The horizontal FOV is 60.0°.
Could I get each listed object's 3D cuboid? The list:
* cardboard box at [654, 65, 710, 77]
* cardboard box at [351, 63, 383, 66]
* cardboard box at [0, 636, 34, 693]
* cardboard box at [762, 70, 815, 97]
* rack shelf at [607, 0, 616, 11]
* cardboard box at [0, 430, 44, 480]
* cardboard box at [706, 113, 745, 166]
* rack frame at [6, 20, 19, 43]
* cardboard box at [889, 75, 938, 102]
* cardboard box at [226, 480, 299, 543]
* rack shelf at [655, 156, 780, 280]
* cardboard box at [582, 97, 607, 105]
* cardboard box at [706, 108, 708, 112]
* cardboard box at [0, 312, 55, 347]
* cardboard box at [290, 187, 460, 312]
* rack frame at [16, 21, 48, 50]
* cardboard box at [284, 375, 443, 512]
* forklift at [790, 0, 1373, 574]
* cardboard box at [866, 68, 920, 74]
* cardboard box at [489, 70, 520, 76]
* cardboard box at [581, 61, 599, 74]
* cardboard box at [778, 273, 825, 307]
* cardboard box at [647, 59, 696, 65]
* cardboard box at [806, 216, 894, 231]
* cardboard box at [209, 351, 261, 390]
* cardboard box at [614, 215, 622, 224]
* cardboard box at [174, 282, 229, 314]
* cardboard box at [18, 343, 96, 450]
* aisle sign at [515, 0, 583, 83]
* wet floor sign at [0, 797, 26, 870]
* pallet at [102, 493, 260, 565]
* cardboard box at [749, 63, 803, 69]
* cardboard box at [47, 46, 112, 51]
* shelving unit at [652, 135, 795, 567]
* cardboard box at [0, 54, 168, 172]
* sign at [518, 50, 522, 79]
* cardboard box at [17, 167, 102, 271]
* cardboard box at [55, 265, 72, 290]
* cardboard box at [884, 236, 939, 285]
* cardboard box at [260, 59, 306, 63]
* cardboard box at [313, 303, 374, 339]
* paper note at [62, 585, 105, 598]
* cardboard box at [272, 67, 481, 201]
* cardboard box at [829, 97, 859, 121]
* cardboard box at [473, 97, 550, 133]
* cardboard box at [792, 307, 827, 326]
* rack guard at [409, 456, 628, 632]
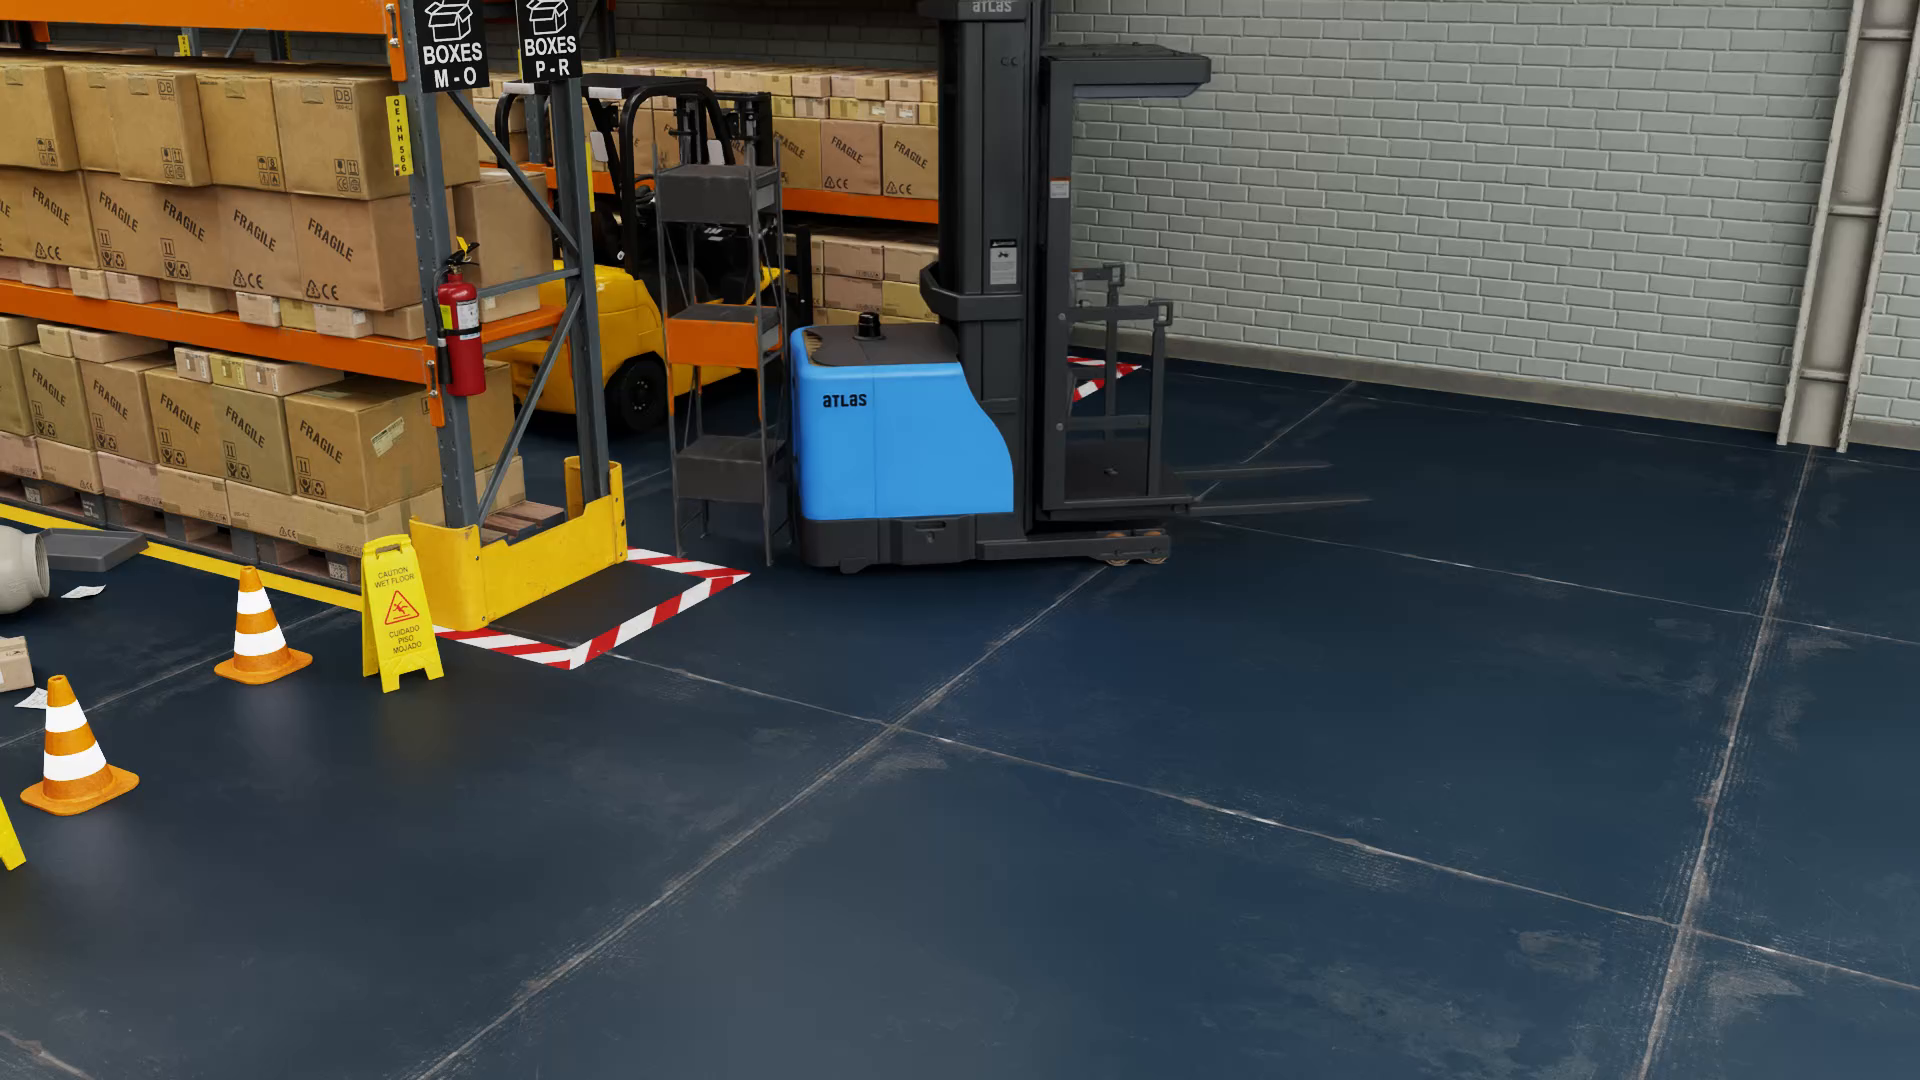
[{"bbox_3d":[-2.092,-3.497,12.571,0.250,0.149,0.380,10,22,26],"label":"cardboard box"},{"bbox_3d":[-5.331,-4.176,14.881,0.250,0.149,0.380,11,22,27],"label":"cardboard box"},{"bbox_3d":[-4.194,0.556,7.114,0.380,0.149,0.250,-11,23,-29],"label":"cardboard box"},{"bbox_3d":[-1.226,-3.317,12.076,0.250,0.149,0.380,11,23,28],"label":"cardboard box"},{"bbox_3d":[-1.394,-4.050,12.288,4.000,0.370,1.077,11,23,27],"label":"rack shelf"},{"bbox_3d":[-5.174,-0.559,9.424,0.500,0.250,0.500,10,22,25],"label":"cardboard box"},{"bbox_3d":[-1.545,-2.951,12.455,0.500,0.500,0.500,11,23,28],"label":"cardboard box"},{"bbox_3d":[-10.124,-4.641,17.262,0.127,3.000,1.000,11,23,27],"label":"rack frame"},{"bbox_3d":[-0.293,-3.166,11.661,0.250,0.149,0.380,11,23,27],"label":"cardboard box"},{"bbox_3d":[-3.350,-0.215,8.476,0.500,0.250,0.500,11,23,27],"label":"cardboard box"},{"bbox_3d":[-1.170,-1.579,8.125,0.480,0.518,0.431,5,20,12],"label":"rack shelf"},{"bbox_3d":[-2.763,-3.489,12.987,0.250,0.149,0.380,11,23,29],"label":"cardboard box"},{"bbox_3d":[-1.886,-3.310,12.494,0.250,0.149,0.380,10,22,26],"label":"cardboard box"},{"bbox_3d":[-5.094,-1.178,9.079,0.250,0.149,0.380,11,23,28],"label":"cardboard box"},{"bbox_3d":[-2.673,-1.363,7.640,0.500,0.500,0.500,10,22,26],"label":"cardboard box"},{"bbox_3d":[-5.557,-1.833,9.519,0.127,3.000,1.000,11,23,27],"label":"rack frame"},{"bbox_3d":[-2.892,-0.480,8.107,0.500,0.500,0.500,11,23,28],"label":"cardboard box"},{"bbox_3d":[0.644,-1.421,8.484,3.031,2.935,1.130,-3,20,-8],"label":"forklift"},{"bbox_3d":[-0.495,-3.396,12.294,0.250,0.149,0.380,11,23,28],"label":"cardboard box"},{"bbox_3d":[-3.768,-3.887,14.085,0.250,0.149,0.380,11,23,27],"label":"cardboard box"},{"bbox_3d":[-3.006,-3.661,13.026,0.250,0.149,0.380,11,23,28],"label":"cardboard box"},{"bbox_3d":[-1.118,-1.940,12.497,0.500,0.250,0.500,10,22,26],"label":"cardboard box"},{"bbox_3d":[-2.277,-3.746,13.258,0.250,0.149,0.380,11,22,27],"label":"cardboard box"},{"bbox_3d":[-0.844,-2.325,12.827,0.500,0.250,0.500,11,22,27],"label":"cardboard box"},{"bbox_3d":[-3.463,-0.869,8.228,0.250,0.149,0.380,11,23,28],"label":"cardboard box"},{"bbox_3d":[-2.429,-2.424,13.099,0.500,0.250,0.500,11,23,27],"label":"cardboard box"},{"bbox_3d":[-3.647,-1.240,8.252,0.250,0.149,0.380,11,22,27],"label":"cardboard box"},{"bbox_3d":[-4.701,-0.826,9.060,0.500,0.500,0.500,12,23,29],"label":"cardboard box"},{"bbox_3d":[-1.860,-2.472,7.467,0.004,0.787,0.394,11,23,27],"label":"aisle sign"},{"bbox_3d":[-3.400,0.845,5.589,0.232,0.644,0.267,7,21,18],"label":"wet floor sign"},{"bbox_3d":[-3.884,-0.218,9.157,1.213,0.211,1.003,11,23,27],"label":"pallet"},{"bbox_3d":[-1.405,-3.566,12.762,0.250,0.149,0.380,12,23,29],"label":"cardboard box"},{"bbox_3d":[-8.673,-4.522,16.170,0.500,0.500,0.700,11,23,27],"label":"cardboard box"},{"bbox_3d":[-1.170,-0.933,8.359,0.503,2.100,0.431,5,20,12],"label":"shelving unit"},{"bbox_3d":[-4.418,-2.169,8.396,0.500,0.500,0.700,10,22,26],"label":"cardboard box"},{"bbox_3d":[-3.396,-3.655,12.960,0.005,0.325,0.100,11,23,27],"label":"sign"},{"bbox_3d":[-4.427,-1.699,8.568,0.500,0.500,0.500,11,22,27],"label":"cardboard box"},{"bbox_3d":[-4.499,-1.419,8.745,0.250,0.149,0.380,11,23,27],"label":"cardboard box"},{"bbox_3d":[-0.202,-2.004,11.942,0.500,0.250,0.500,12,23,29],"label":"cardboard box"},{"bbox_3d":[-6.249,-4.334,15.317,0.250,0.149,0.380,12,23,29],"label":"cardboard box"},{"bbox_3d":[-2.771,-1.057,7.749,0.250,0.149,0.380,10,22,27],"label":"cardboard box"},{"bbox_3d":[-4.286,0.248,8.136,0.148,0.019,0.142,3,20,9],"label":"paper note"},{"bbox_3d":[-2.617,-1.844,7.501,0.500,0.500,0.700,10,22,26],"label":"cardboard box"},{"bbox_3d":[-0.732,-3.112,11.946,0.250,0.149,0.380,11,22,27],"label":"cardboard box"},{"bbox_3d":[-3.693,-3.481,13.550,0.500,0.250,0.500,10,22,26],"label":"cardboard box"},{"bbox_3d":[-1.074,-1.706,12.586,0.500,0.250,0.500,11,23,28],"label":"cardboard box"},{"bbox_3d":[-2.131,-0.005,8.146,0.348,0.500,1.175,11,23,27],"label":"rack guard"}]
